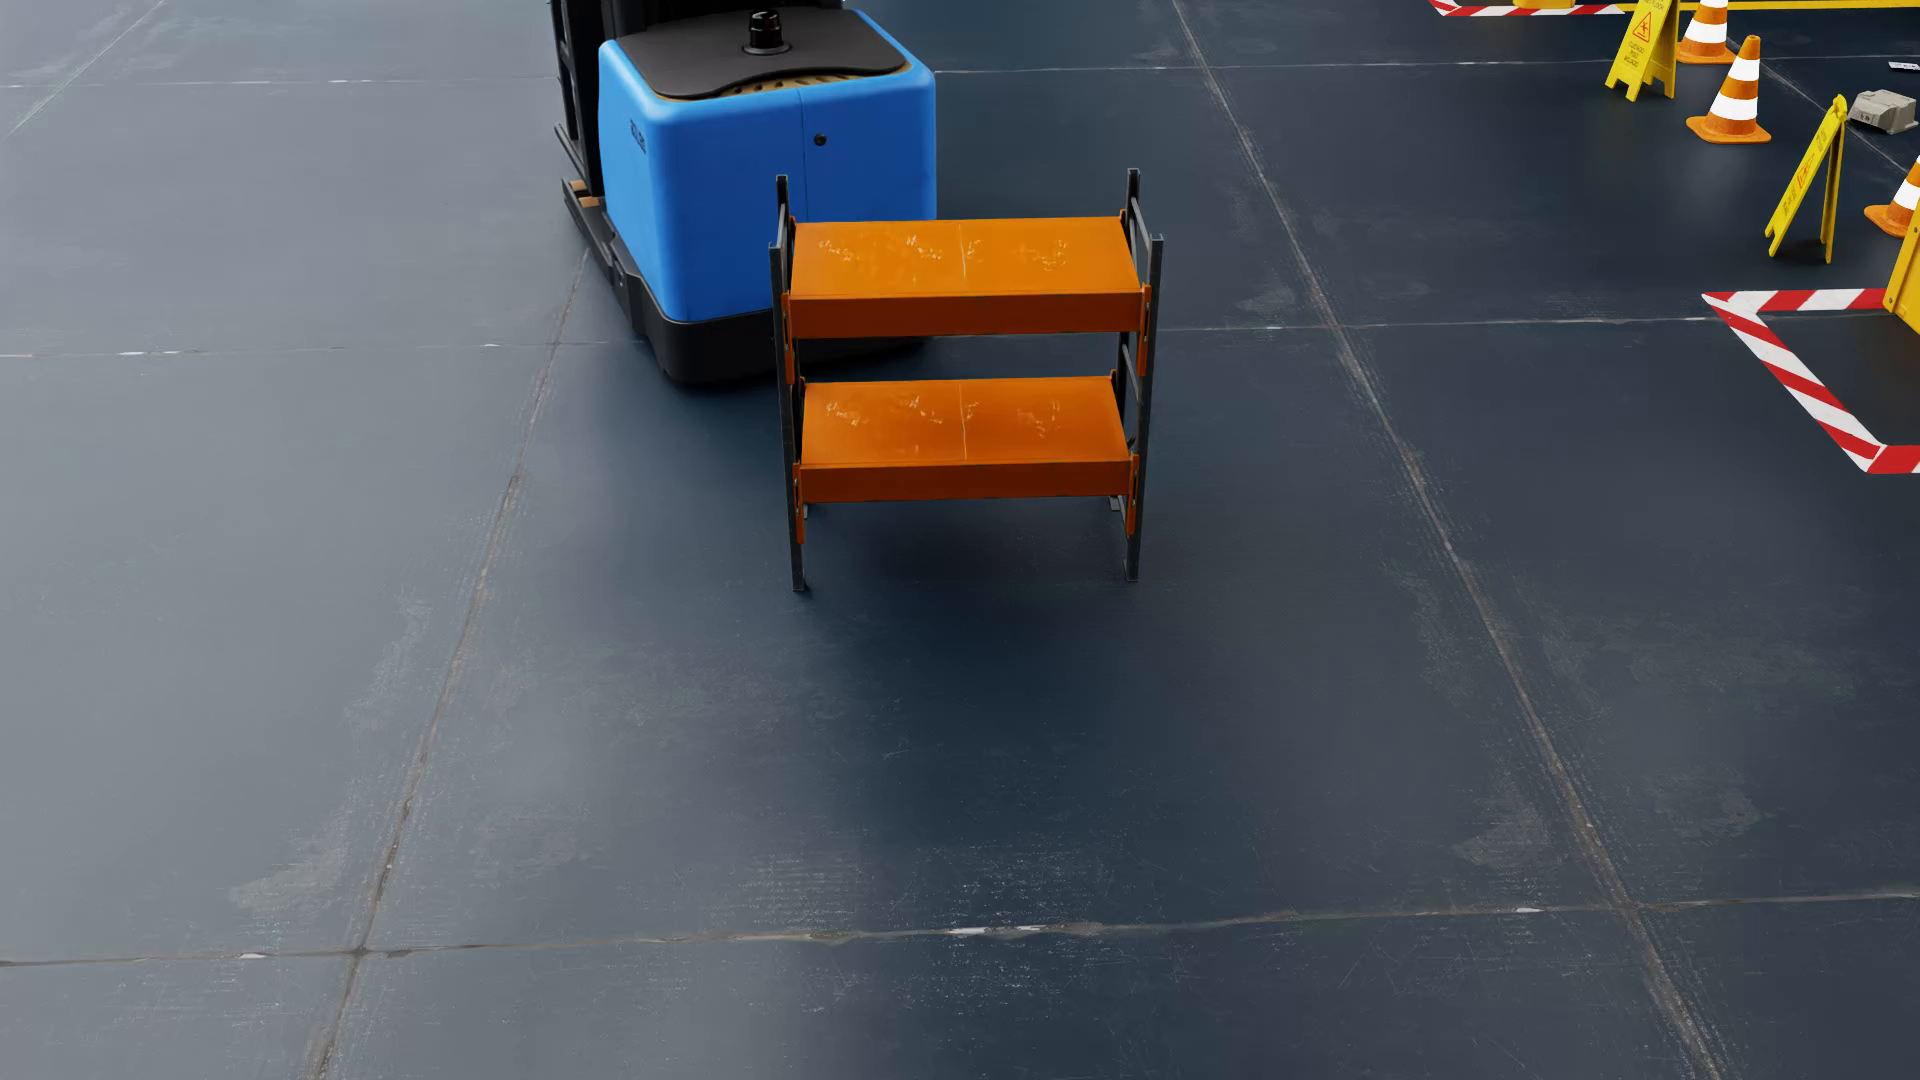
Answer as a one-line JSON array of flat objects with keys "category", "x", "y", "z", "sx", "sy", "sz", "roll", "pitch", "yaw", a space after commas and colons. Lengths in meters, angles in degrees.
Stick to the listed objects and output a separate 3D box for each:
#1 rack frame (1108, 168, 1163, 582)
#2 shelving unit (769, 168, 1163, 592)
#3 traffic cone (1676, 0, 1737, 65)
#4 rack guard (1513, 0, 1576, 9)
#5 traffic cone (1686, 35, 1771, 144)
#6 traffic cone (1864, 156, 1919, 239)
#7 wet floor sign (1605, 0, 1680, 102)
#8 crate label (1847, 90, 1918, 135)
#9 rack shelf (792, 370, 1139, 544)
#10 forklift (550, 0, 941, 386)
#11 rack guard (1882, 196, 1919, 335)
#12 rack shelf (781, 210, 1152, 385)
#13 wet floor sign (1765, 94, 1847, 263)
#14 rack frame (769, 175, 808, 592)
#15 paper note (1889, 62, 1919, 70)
[{"category": "rack frame", "x": 0.515, "y": -0.476, "z": 4.950, "sx": 0.032, "sy": 1.125, "sz": 0.500, "roll": -2, "pitch": 35, "yaw": -2}, {"category": "shelving unit", "x": 0.007, "y": -0.463, "z": 4.930, "sx": 1.048, "sy": 1.125, "sz": 0.538, "roll": -2, "pitch": 35, "yaw": -2}, {"category": "traffic cone", "x": 4.045, "y": -2.843, "z": 8.951, "sx": 0.334, "sy": 0.463, "sz": 0.336, "roll": -2, "pitch": 35, "yaw": -2}, {"category": "rack guard", "x": 3.423, "y": -3.650, "z": 10.085, "sx": 0.348, "sy": 0.500, "sz": 1.175, "roll": -2, "pitch": 35, "yaw": -2}, {"category": "traffic cone", "x": 3.759, "y": -2.191, "z": 8.010, "sx": 0.334, "sy": 0.463, "sz": 0.336, "roll": -2, "pitch": 35, "yaw": -2}, {"category": "traffic cone", "x": 4.151, "y": -1.570, "z": 7.111, "sx": 0.334, "sy": 0.463, "sz": 0.336, "roll": -2, "pitch": 35, "yaw": -2}, {"category": "wet floor sign", "x": 3.512, "y": -2.585, "z": 8.418, "sx": 0.232, "sy": 0.644, "sz": 0.267, "roll": -7, "pitch": 35, "yaw": -10}, {"category": "crate label", "x": 4.541, "y": -2.114, "z": 8.184, "sx": 0.298, "sy": 0.136, "sz": 0.250, "roll": -20, "pitch": 39, "yaw": -26}, {"category": "rack shelf", "x": 0.007, "y": -0.262, "z": 5.069, "sx": 1.000, "sy": 0.278, "sz": 0.538, "roll": -2, "pitch": 35, "yaw": -2}, {"category": "forklift", "x": -1.085, "y": -2.585, "z": 6.409, "sx": 1.130, "sy": 2.935, "sz": 3.031, "roll": -13, "pitch": 37, "yaw": -18}, {"category": "rack guard", "x": 3.859, "y": -0.842, "z": 6.028, "sx": 0.348, "sy": 0.500, "sz": 1.175, "roll": -2, "pitch": 35, "yaw": -2}, {"category": "rack shelf", "x": 0.007, "y": -0.703, "z": 4.764, "sx": 1.000, "sy": 0.278, "sz": 0.538, "roll": -2, "pitch": 35, "yaw": -2}, {"category": "wet floor sign", "x": 3.542, "y": -1.503, "z": 6.855, "sx": 0.232, "sy": 0.644, "sz": 0.267, "roll": 10, "pitch": 36, "yaw": 14}, {"category": "rack frame", "x": -0.501, "y": -0.449, "z": 4.910, "sx": 0.032, "sy": 1.125, "sz": 0.500, "roll": -2, "pitch": 35, "yaw": -2}, {"category": "paper note", "x": 5.052, "y": -2.533, "z": 8.885, "sx": 0.142, "sy": 0.017, "sz": 0.144, "roll": 10, "pitch": 36, "yaw": 14}]
